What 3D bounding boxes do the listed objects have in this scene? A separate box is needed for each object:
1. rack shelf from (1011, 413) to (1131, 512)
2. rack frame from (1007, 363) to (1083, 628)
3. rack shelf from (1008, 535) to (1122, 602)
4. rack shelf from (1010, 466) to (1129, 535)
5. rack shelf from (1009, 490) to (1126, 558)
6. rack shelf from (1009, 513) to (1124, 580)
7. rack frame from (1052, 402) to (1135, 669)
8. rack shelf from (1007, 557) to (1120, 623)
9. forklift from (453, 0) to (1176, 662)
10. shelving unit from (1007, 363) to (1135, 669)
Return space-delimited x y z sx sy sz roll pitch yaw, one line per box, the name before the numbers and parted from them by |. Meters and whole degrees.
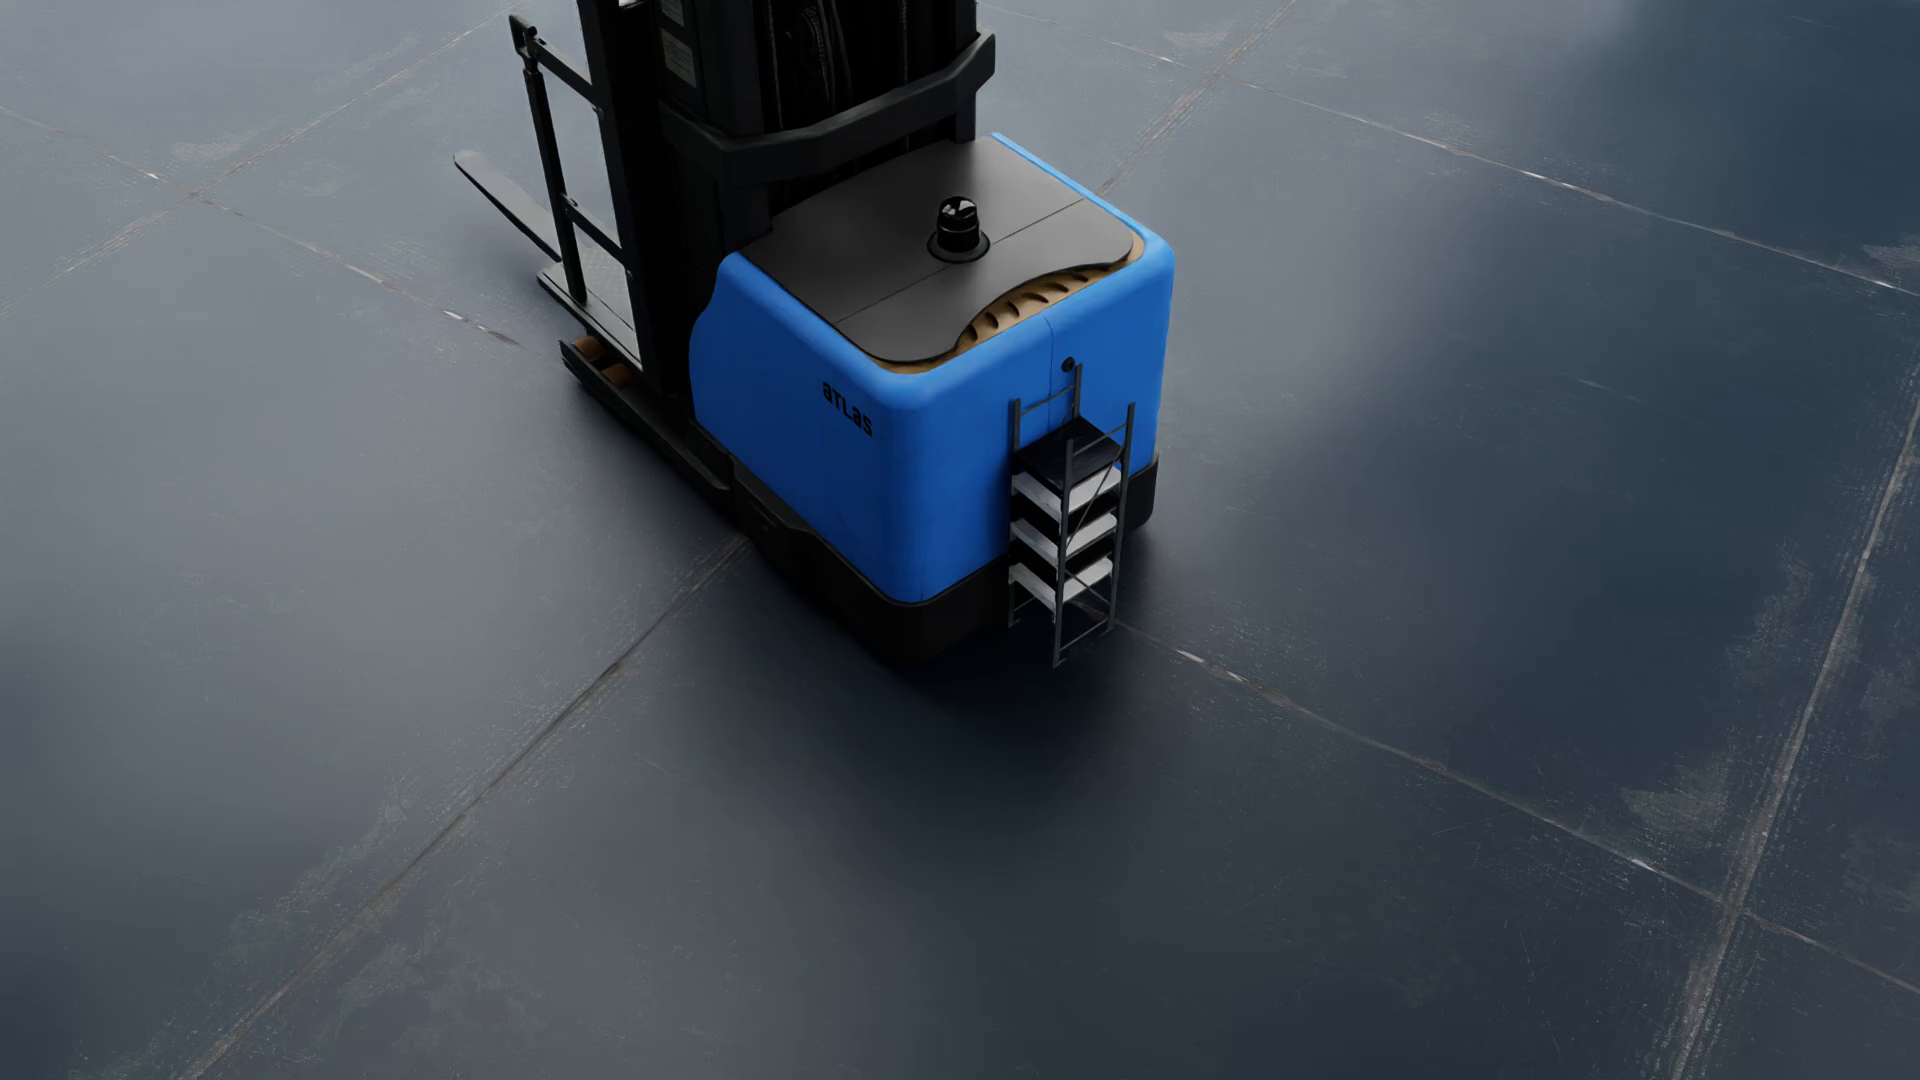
rack shelf | 0.300 -0.213 4.503 0.258 0.077 0.200 -31 53 -27
rack frame | 0.235 -0.104 4.727 0.240 0.900 0.006 -31 53 -27
rack shelf | 0.300 0.038 4.761 0.258 0.077 0.200 -31 53 -27
rack shelf | 0.300 -0.151 4.568 0.258 0.077 0.200 -31 53 -27
rack shelf | 0.300 -0.088 4.632 0.258 0.077 0.200 -31 53 -27
rack shelf | 0.300 -0.025 4.697 0.258 0.077 0.200 -31 53 -27
rack frame | 0.365 0.008 4.618 0.240 0.900 0.006 -31 53 -27
rack shelf | 0.300 0.100 4.826 0.258 0.077 0.200 -31 53 -27
forklift | -0.720 -1.662 4.825 1.130 2.935 3.031 -31 53 -27
shelving unit | 0.300 -0.048 4.673 0.258 0.900 0.210 -31 53 -27
